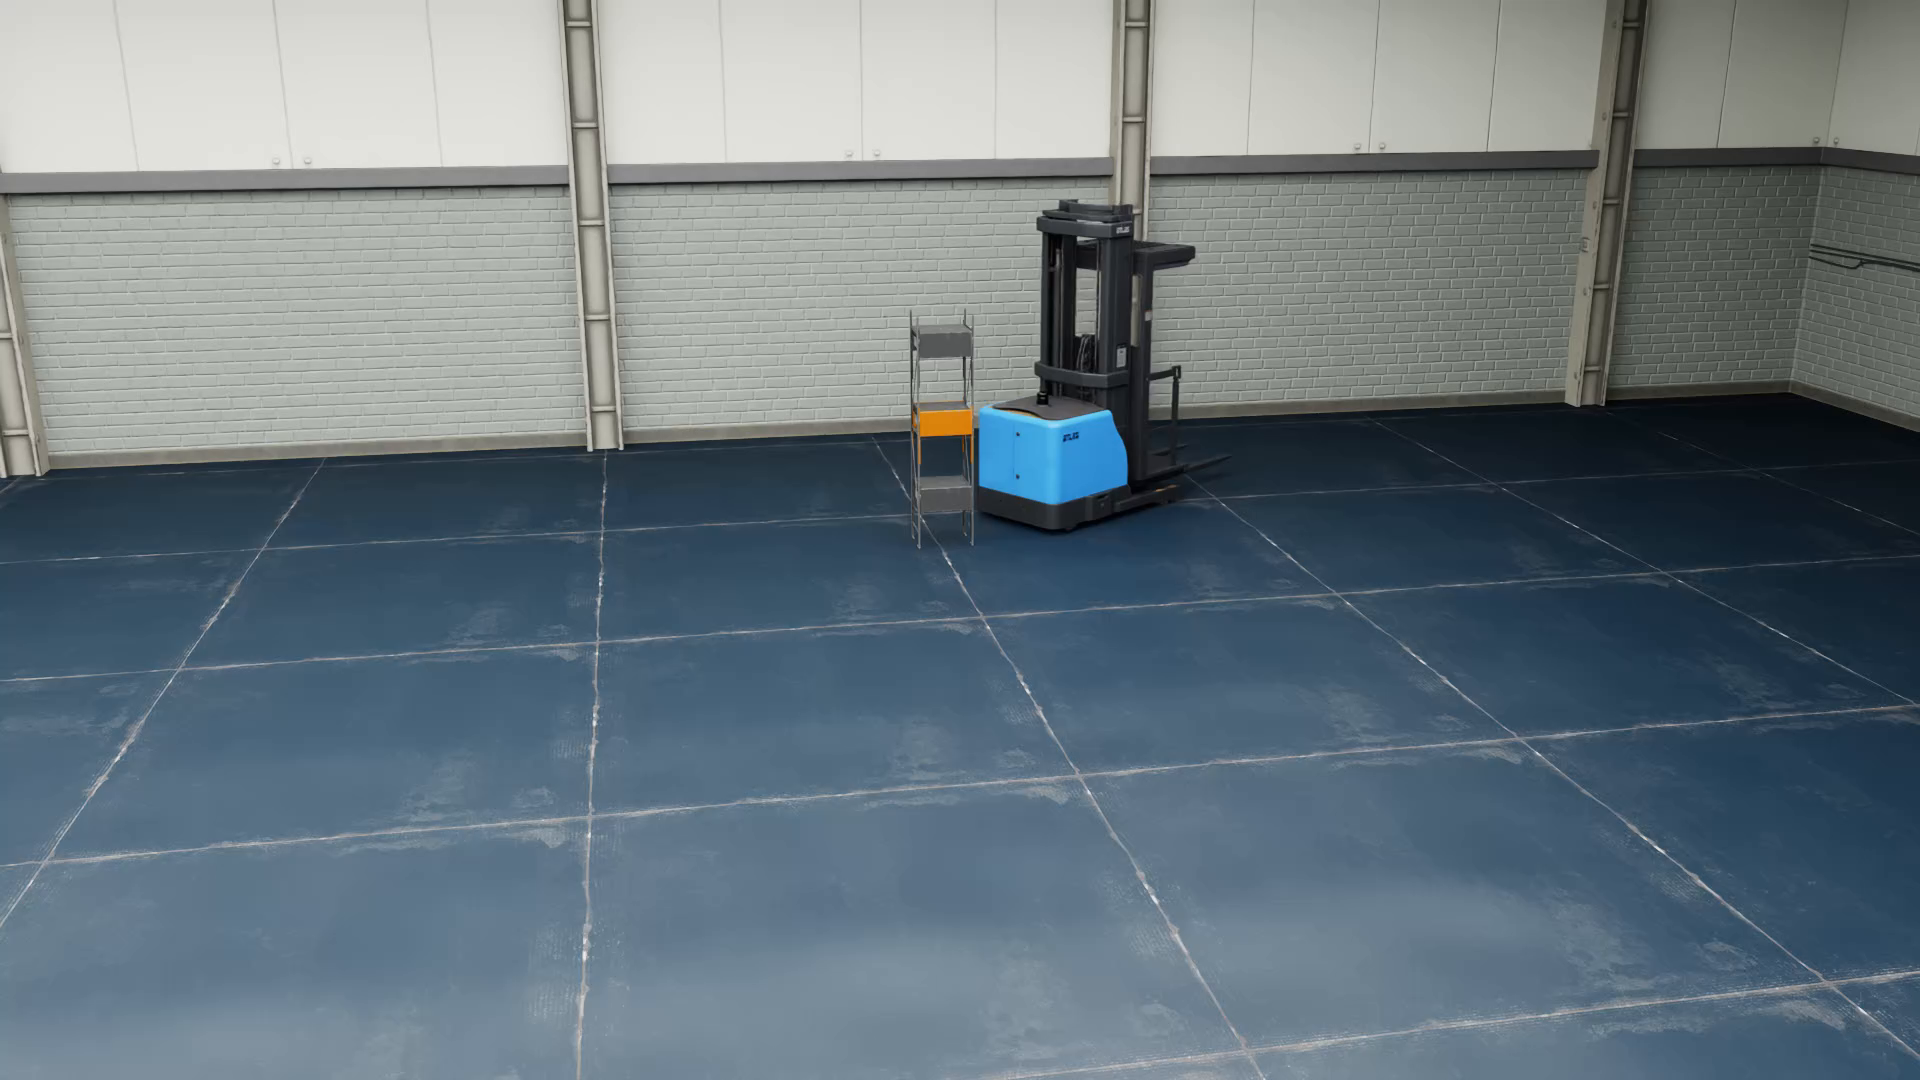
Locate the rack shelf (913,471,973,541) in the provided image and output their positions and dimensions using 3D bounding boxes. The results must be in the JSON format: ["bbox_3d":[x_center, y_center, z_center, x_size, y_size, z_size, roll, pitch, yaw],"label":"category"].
[{"bbox_3d":[-0.163,-0.312,15.121,0.480,0.518,0.431,-3,17,-10],"label":"rack shelf"}]

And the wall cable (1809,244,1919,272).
[{"bbox_3d":[10.956,-4.310,19.244,0.112,2.526,3.097,-3,17,-10],"label":"wall cable"}]

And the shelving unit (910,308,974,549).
[{"bbox_3d":[-0.163,-0.995,14.912,0.503,2.100,0.431,-3,17,-10],"label":"shelving unit"}]

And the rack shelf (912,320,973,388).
[{"bbox_3d":[-0.163,-1.651,14.710,0.480,0.518,0.431,-3,17,-10],"label":"rack shelf"}]

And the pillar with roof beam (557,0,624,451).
[{"bbox_3d":[-3.152,-4.102,13.279,0.400,9.000,9.100,-3,17,-10],"label":"pillar with roof beam"}]

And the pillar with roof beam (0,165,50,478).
[{"bbox_3d":[-9.043,-3.768,12.191,0.400,9.000,9.100,-3,17,-10],"label":"pillar with roof beam"}]

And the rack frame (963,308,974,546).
[{"bbox_3d":[0.077,-1.008,14.956,0.015,2.100,0.400,-3,17,-10],"label":"rack frame"}]

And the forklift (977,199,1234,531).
[{"bbox_3d":[1.563,-1.837,16.239,3.031,2.935,1.130,-16,23,-42],"label":"forklift"}]

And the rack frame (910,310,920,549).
[{"bbox_3d":[-0.402,-0.981,14.867,0.015,2.100,0.400,-3,17,-10],"label":"rack frame"}]

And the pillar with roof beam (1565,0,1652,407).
[{"bbox_3d":[8.630,-4.770,15.455,0.400,9.000,9.100,-3,17,-10],"label":"pillar with roof beam"}]

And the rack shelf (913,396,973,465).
[{"bbox_3d":[-0.163,-0.981,14.916,0.480,0.518,0.431,-3,17,-10],"label":"rack shelf"}]

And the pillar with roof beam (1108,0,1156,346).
[{"bbox_3d":[2.739,-4.436,14.367,0.400,9.000,9.100,-3,17,-10],"label":"pillar with roof beam"}]
